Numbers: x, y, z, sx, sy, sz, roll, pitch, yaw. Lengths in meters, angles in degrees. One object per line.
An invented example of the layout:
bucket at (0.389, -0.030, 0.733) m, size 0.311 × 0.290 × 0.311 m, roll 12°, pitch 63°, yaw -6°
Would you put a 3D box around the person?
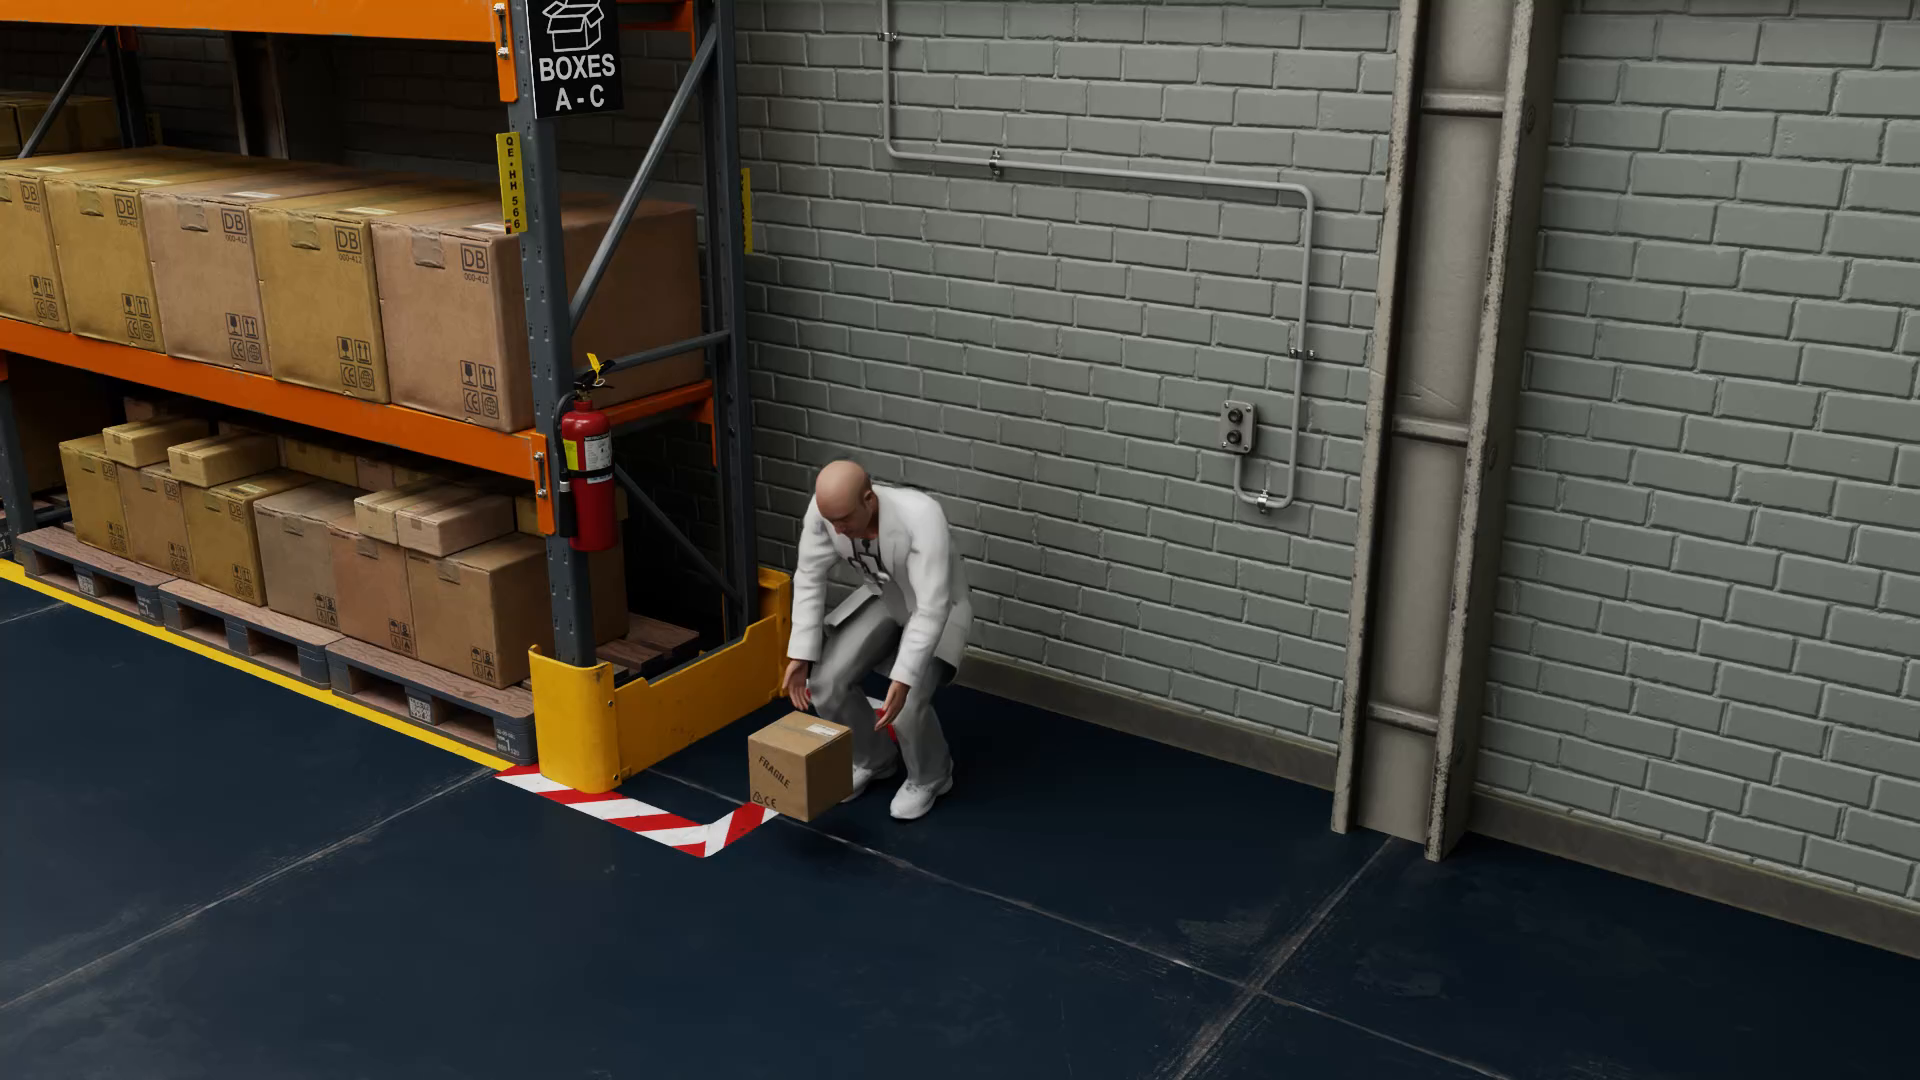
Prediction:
person at (-0.241, 0.343, 5.856) m, size 0.631 × 1.293 × 0.750 m, roll 13°, pitch 23°, yaw 32°
